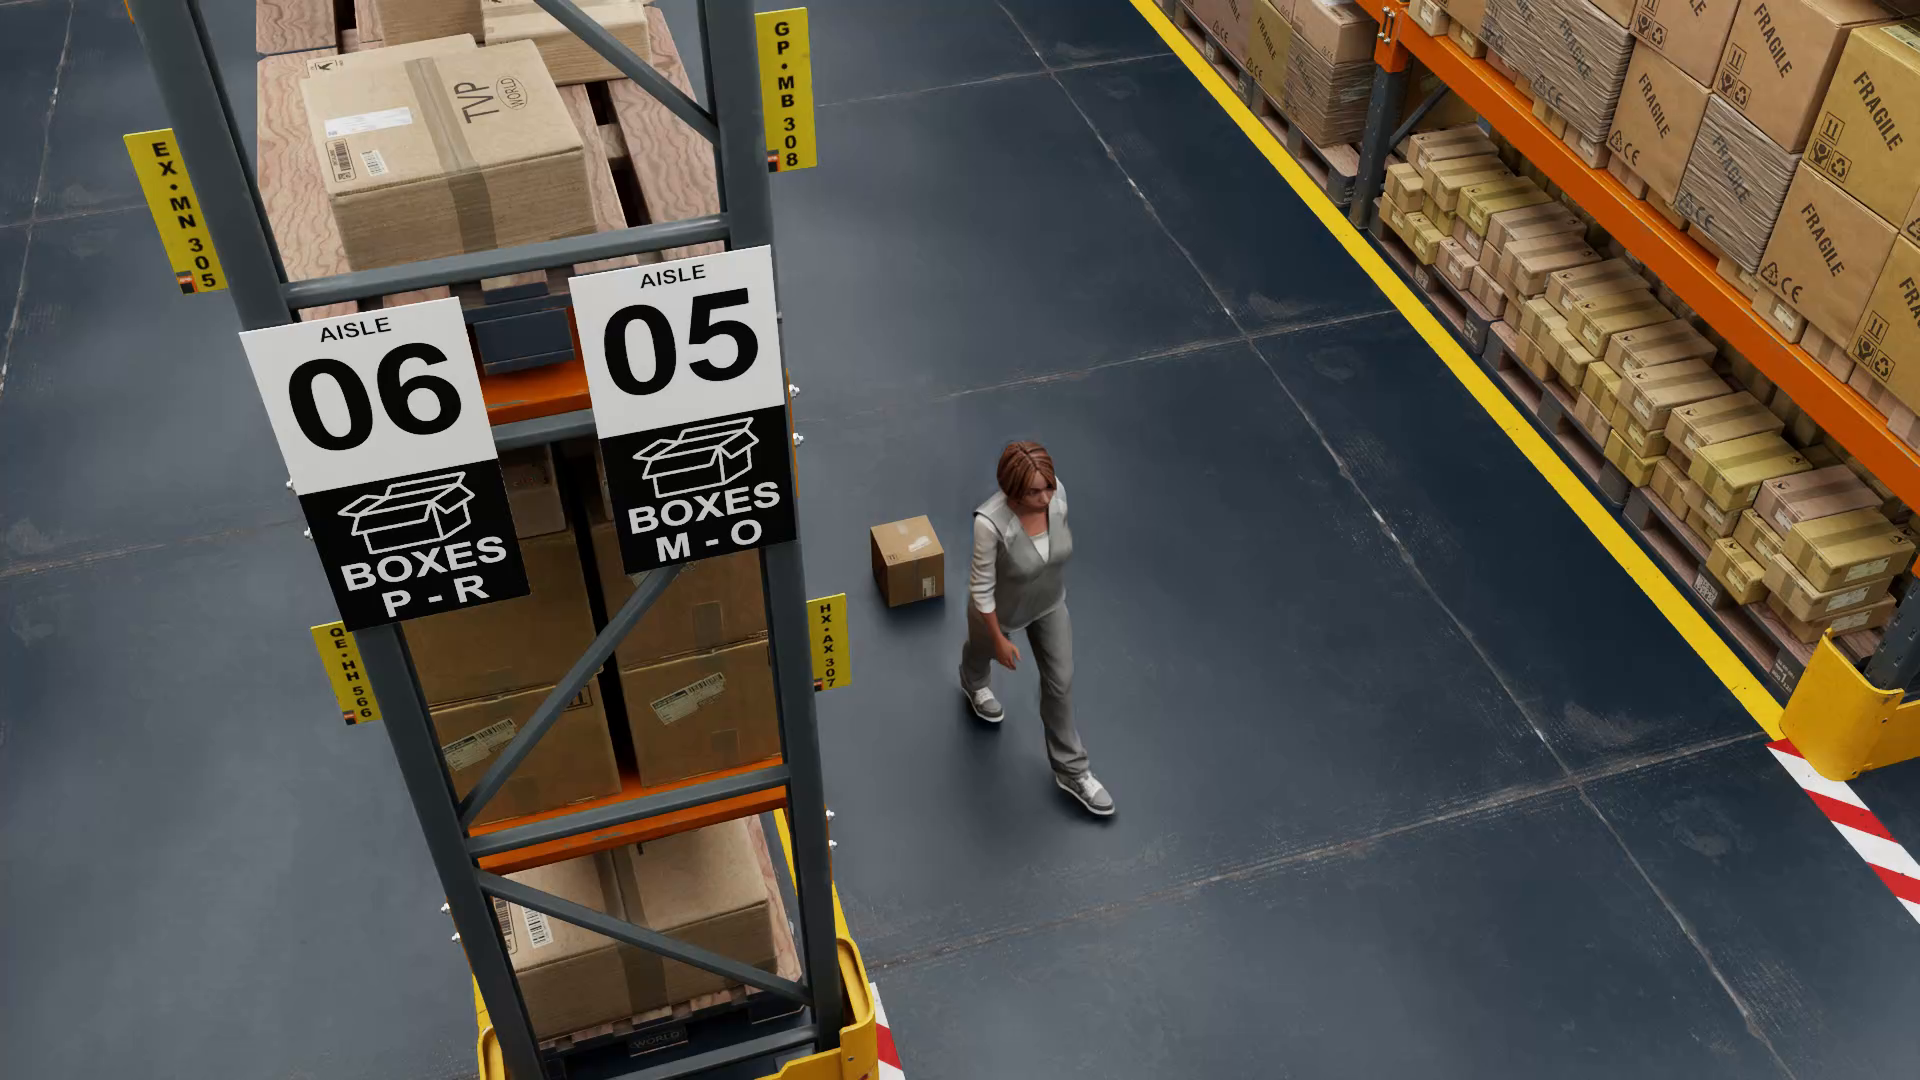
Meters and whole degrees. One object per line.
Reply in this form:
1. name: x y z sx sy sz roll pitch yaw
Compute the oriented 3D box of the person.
1. person: 0.218 0.251 5.883 0.418 1.547 0.866 -19 46 -19
